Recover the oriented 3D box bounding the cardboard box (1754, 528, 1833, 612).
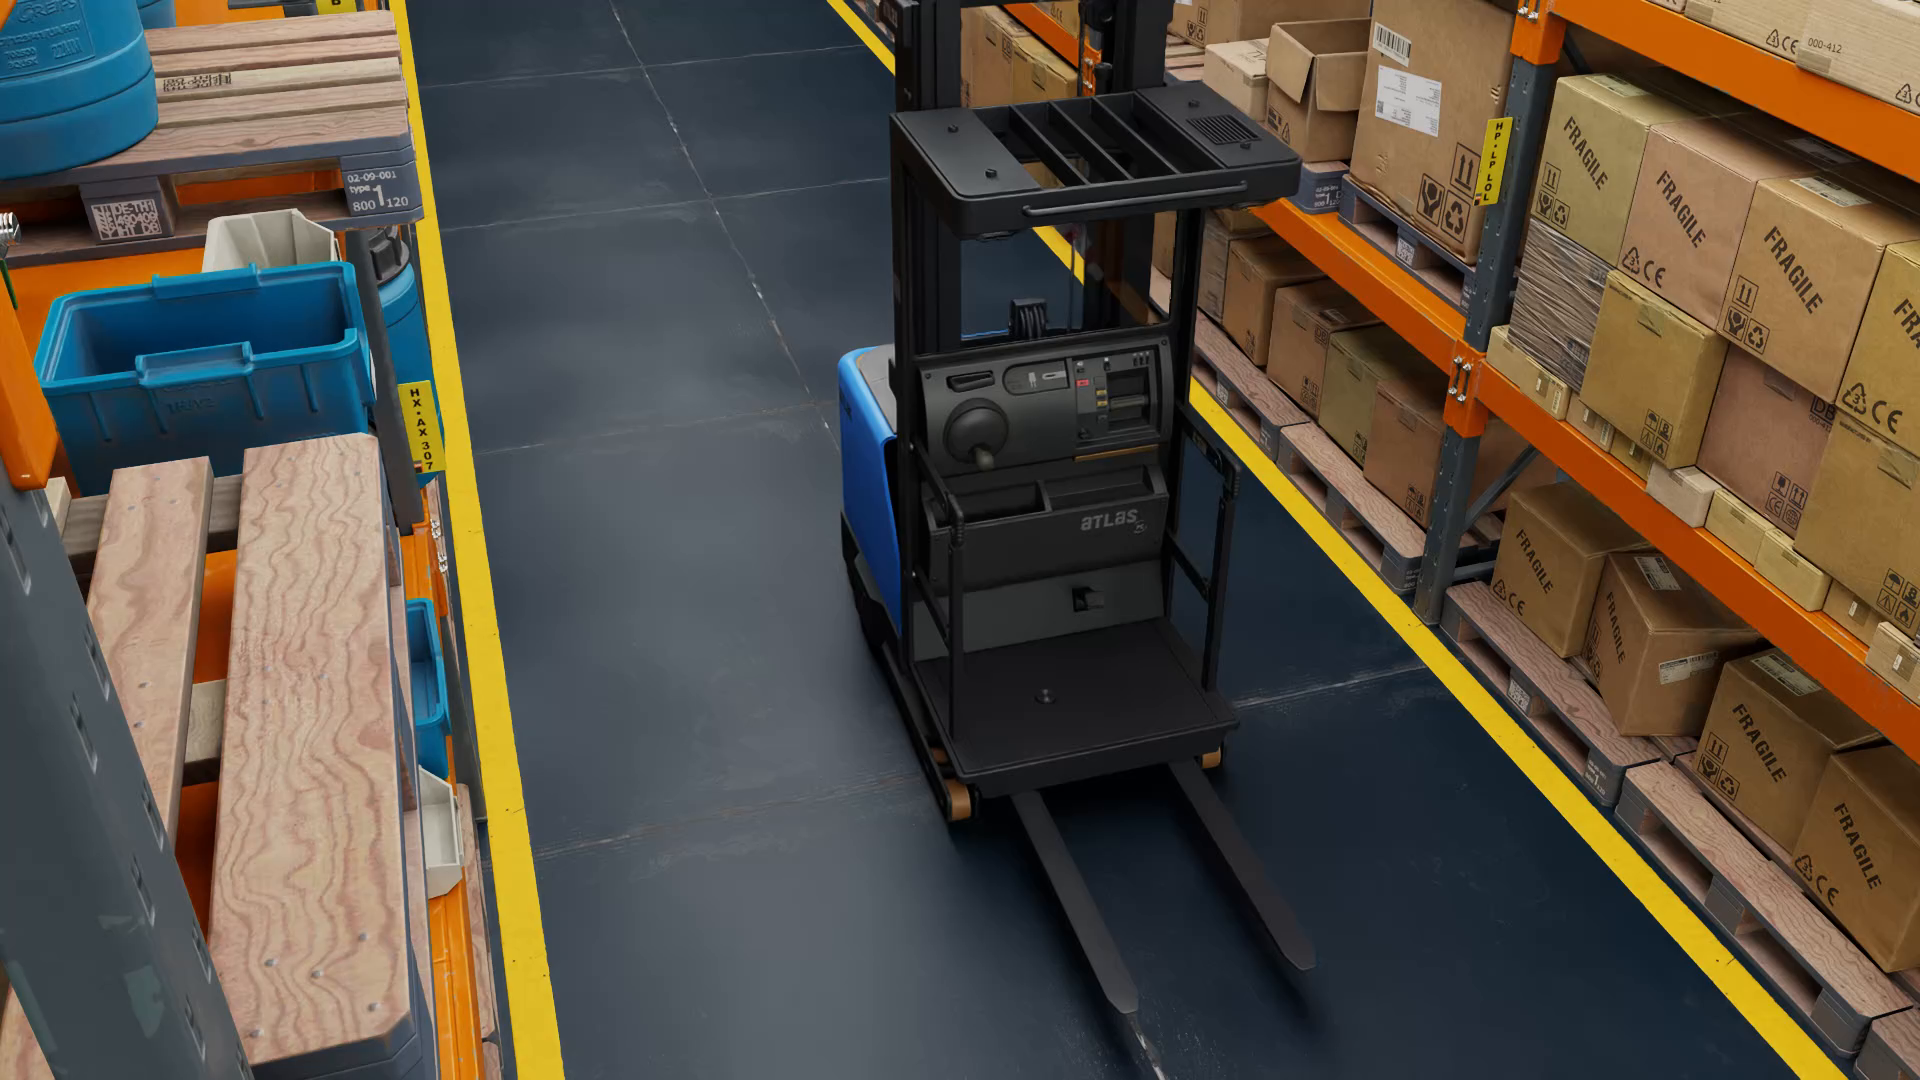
[{"bbox_3d":[2.720,0.064,5.160,0.380,0.149,0.250,-10,35,-15],"label":"cardboard box"}]

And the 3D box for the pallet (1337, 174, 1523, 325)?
[{"bbox_3d":[2.376,-1.335,7.224,1.003,0.211,1.213,-10,35,-15],"label":"pallet"}]

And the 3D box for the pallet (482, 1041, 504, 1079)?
[{"bbox_3d":[-1.706,2.008,4.520,1.003,0.211,1.213,-10,35,-15],"label":"pallet"}]

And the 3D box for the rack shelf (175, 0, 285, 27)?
[{"bbox_3d":[-2.857,-2.158,6.227,1.077,0.370,4.000,-10,35,-15],"label":"rack shelf"}]

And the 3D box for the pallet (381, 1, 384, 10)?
[{"bbox_3d":[-5.324,-4.215,13.937,1.003,0.211,1.213,-10,35,-15],"label":"pallet"}]

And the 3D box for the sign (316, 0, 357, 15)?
[{"bbox_3d":[-1.719,-1.498,4.568,0.100,0.325,0.005,-10,35,-15],"label":"sign"}]

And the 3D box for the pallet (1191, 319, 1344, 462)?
[{"bbox_3d":[1.856,-0.876,8.885,1.003,0.211,1.213,-10,35,-15],"label":"pallet"}]

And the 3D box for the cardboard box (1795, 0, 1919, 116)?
[{"bbox_3d":[2.671,-1.359,4.502,0.500,0.250,0.500,-11,35,-17],"label":"cardboard box"}]

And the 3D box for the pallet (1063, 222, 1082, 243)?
[{"bbox_3d":[1.081,-2.353,11.119,1.003,0.211,1.213,-10,35,-15],"label":"pallet"}]

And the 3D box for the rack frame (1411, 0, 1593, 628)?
[{"bbox_3d":[2.470,-0.990,6.527,1.000,3.000,0.127,-10,35,-15],"label":"rack frame"}]

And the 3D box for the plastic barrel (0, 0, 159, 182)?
[{"bbox_3d":[-2.045,-1.252,3.367,0.600,0.901,0.708,-10,35,-15],"label":"plastic barrel"}]

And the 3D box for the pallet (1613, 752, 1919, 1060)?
[{"bbox_3d":[3.085,1.162,5.800,1.003,0.211,1.213,-10,35,-15],"label":"pallet"}]

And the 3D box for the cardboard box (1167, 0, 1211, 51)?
[{"bbox_3d":[1.453,-3.030,9.143,0.500,0.500,0.500,-14,36,-21],"label":"cardboard box"}]

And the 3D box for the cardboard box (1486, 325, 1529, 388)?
[{"bbox_3d":[2.249,-0.721,6.349,0.380,0.149,0.250,-10,35,-15],"label":"cardboard box"}]

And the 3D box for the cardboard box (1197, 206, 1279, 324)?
[{"bbox_3d":[1.655,-1.593,9.308,0.700,0.500,0.500,-13,36,-19],"label":"cardboard box"}]

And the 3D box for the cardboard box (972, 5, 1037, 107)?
[{"bbox_3d":[0.795,-3.213,11.439,1.225,0.875,0.875,-10,35,-15],"label":"cardboard box"}]

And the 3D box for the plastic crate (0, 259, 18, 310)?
[{"bbox_3d":[-2.025,-0.445,3.175,0.336,0.188,0.450,-10,35,-15],"label":"plastic crate"}]

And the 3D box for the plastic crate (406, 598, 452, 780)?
[{"bbox_3d":[-1.650,0.441,4.497,0.499,0.251,0.616,-10,35,-15],"label":"plastic crate"}]

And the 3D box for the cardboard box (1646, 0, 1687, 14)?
[{"bbox_3d":[2.364,-1.899,5.318,0.500,0.250,0.500,-11,35,-17],"label":"cardboard box"}]

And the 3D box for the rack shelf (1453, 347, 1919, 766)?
[{"bbox_3d":[3.080,0.361,5.136,1.077,0.370,4.000,-10,35,-15],"label":"rack shelf"}]

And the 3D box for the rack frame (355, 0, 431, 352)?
[{"bbox_3d":[-3.467,-2.257,8.444,1.000,3.000,0.127,-10,35,-15],"label":"rack frame"}]

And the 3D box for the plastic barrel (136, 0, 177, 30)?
[{"bbox_3d":[-2.608,-1.848,4.650,0.600,0.901,0.708,-10,35,-15],"label":"plastic barrel"}]

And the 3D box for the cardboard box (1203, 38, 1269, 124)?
[{"bbox_3d":[1.542,-2.284,8.240,0.500,0.250,0.500,-11,35,-16],"label":"cardboard box"}]

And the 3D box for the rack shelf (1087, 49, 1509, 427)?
[{"bbox_3d":[1.860,-1.739,8.314,1.077,0.370,4.000,-10,35,-15],"label":"rack shelf"}]

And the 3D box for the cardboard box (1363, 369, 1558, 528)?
[{"bbox_3d":[2.303,-0.456,7.588,0.700,0.500,0.500,-13,36,-18],"label":"cardboard box"}]

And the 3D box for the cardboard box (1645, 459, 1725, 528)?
[{"bbox_3d":[2.538,-0.193,5.550,0.380,0.149,0.250,-10,35,-15],"label":"cardboard box"}]

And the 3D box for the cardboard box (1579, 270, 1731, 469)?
[{"bbox_3d":[2.668,-0.640,5.638,0.875,0.500,0.500,-10,35,-15],"label":"cardboard box"}]

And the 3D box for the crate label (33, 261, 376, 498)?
[{"bbox_3d":[-1.283,-0.284,2.873,0.502,0.251,0.408,-10,35,-15],"label":"crate label"}]

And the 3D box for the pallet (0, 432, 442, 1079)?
[{"bbox_3d":[-1.186,0.320,1.995,1.003,0.211,1.213,-10,35,-15],"label":"pallet"}]

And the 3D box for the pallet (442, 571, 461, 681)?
[{"bbox_3d":[-2.523,0.601,6.649,1.003,0.211,1.213,-10,35,-15],"label":"pallet"}]

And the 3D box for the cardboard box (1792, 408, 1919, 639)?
[{"bbox_3d":[3.029,-0.125,4.858,0.875,0.500,0.500,-10,35,-15],"label":"cardboard box"}]

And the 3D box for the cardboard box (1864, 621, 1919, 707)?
[{"bbox_3d":[2.849,0.331,4.757,0.380,0.149,0.250,-10,35,-15],"label":"cardboard box"}]

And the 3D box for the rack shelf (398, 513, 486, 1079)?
[{"bbox_3d":[-1.637,1.194,3.875,1.077,0.370,4.000,-10,35,-15],"label":"rack shelf"}]

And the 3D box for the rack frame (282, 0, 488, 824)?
[{"bbox_3d":[-2.247,-0.157,5.266,1.000,3.000,0.127,-10,35,-15],"label":"rack frame"}]

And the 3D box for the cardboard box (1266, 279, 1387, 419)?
[{"bbox_3d":[2.005,-1.003,8.416,0.700,0.500,0.500,-13,36,-19],"label":"cardboard box"}]

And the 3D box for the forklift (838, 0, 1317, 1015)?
[{"bbox_3d":[0.382,-0.426,5.736,1.130,2.935,3.031,-9,35,-14],"label":"forklift"}]

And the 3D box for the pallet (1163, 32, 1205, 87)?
[{"bbox_3d":[1.569,-2.653,9.219,1.213,0.211,1.003,-10,35,-15],"label":"pallet"}]

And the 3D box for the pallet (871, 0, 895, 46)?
[{"bbox_3d":[-0.127,-4.439,14.276,1.003,0.211,1.213,-10,35,-15],"label":"pallet"}]

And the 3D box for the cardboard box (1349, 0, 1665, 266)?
[{"bbox_3d":[2.361,-1.856,6.912,1.000,1.000,1.000,-10,35,-14],"label":"cardboard box"}]

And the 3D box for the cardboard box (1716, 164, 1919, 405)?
[{"bbox_3d":[2.671,-0.769,4.925,0.500,0.500,0.500,-10,35,-15],"label":"cardboard box"}]

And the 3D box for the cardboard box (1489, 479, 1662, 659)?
[{"bbox_3d":[2.554,0.095,6.772,0.500,0.500,0.500,-11,35,-16],"label":"cardboard box"}]

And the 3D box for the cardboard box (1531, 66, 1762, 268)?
[{"bbox_3d":[2.365,-1.293,5.719,0.500,0.500,0.500,-10,35,-15],"label":"cardboard box"}]

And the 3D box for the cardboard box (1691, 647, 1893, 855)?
[{"bbox_3d":[3.000,0.707,5.846,0.500,0.500,0.500,-13,36,-19],"label":"cardboard box"}]

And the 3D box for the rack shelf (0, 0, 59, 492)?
[{"bbox_3d":[-1.637,-1.142,2.332,1.077,0.370,4.000,-10,35,-15],"label":"rack shelf"}]

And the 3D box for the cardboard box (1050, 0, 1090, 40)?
[{"bbox_3d":[0.864,-3.349,10.006,0.500,0.500,0.500,-9,35,-13],"label":"cardboard box"}]

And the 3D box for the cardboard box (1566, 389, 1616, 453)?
[{"bbox_3d":[2.416,-0.461,5.955,0.380,0.149,0.250,-10,35,-15],"label":"cardboard box"}]

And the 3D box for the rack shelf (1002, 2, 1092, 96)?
[{"bbox_3d":[0.640,-3.840,11.492,1.077,0.370,4.000,-10,35,-15],"label":"rack shelf"}]
